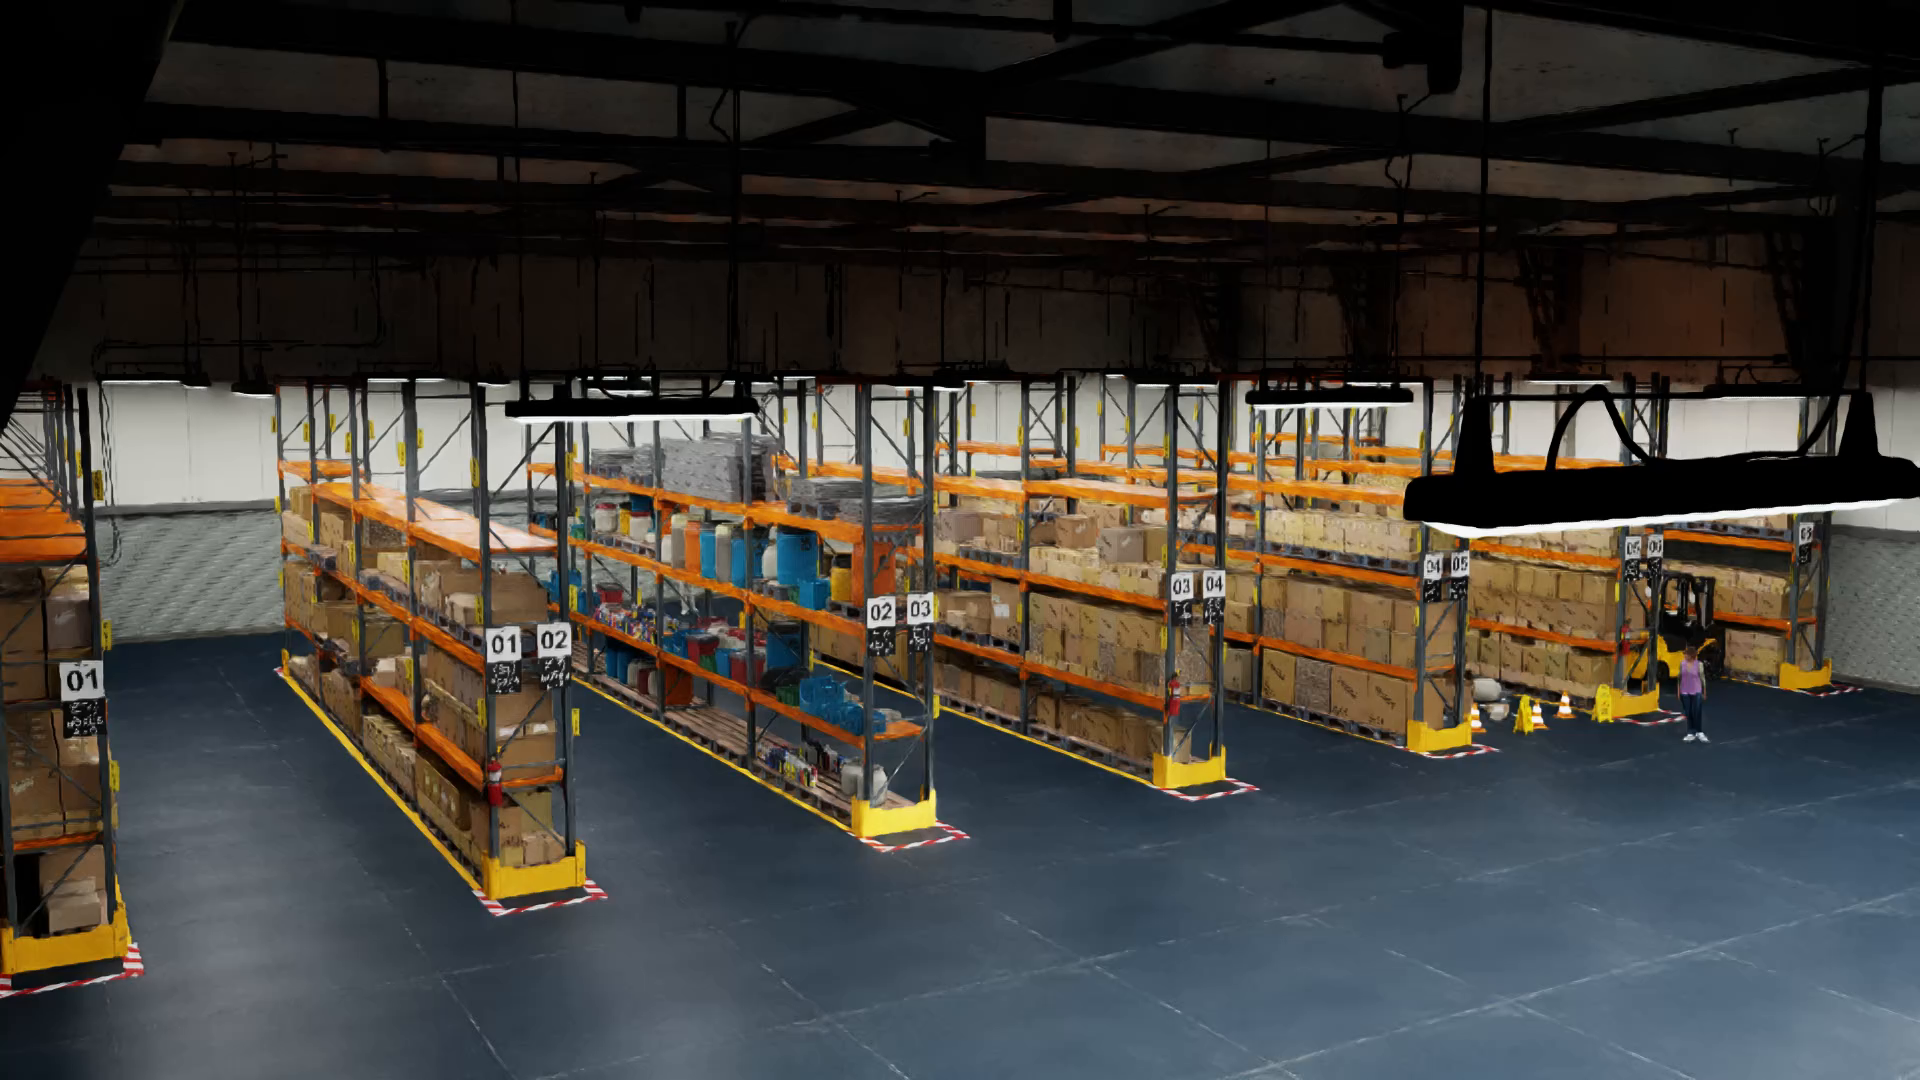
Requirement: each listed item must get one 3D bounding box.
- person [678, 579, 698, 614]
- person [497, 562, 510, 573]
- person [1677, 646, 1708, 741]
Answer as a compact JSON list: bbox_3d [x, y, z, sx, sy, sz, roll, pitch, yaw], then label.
[{"bbox_3d":[-6.794,0.995,41.410,0.495,1.636,0.570,1,6,6],"label":"person"},{"bbox_3d":[-10.607,1.284,38.790,0.505,1.610,0.934,-1,6,-9],"label":"person"},{"bbox_3d":[12.106,2.529,27.460,0.520,1.592,0.366,5,8,37],"label":"person"}]
